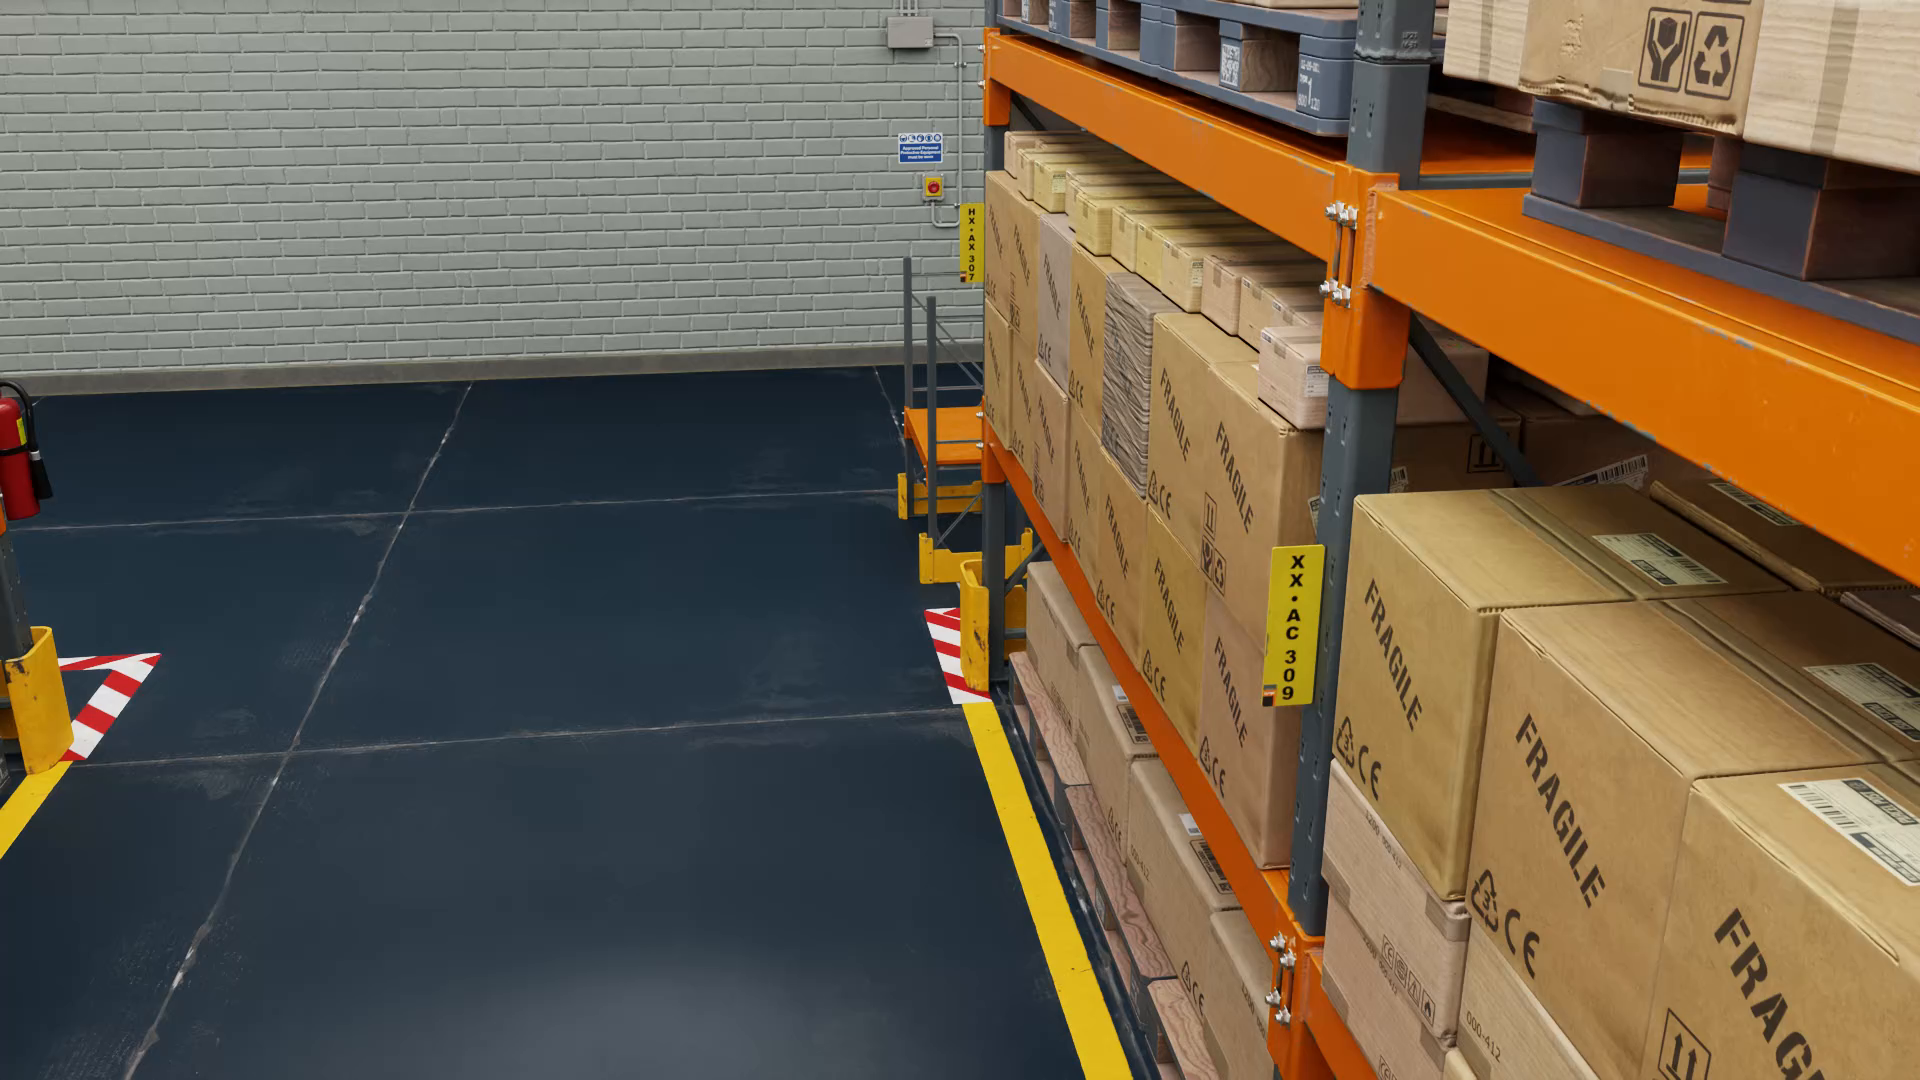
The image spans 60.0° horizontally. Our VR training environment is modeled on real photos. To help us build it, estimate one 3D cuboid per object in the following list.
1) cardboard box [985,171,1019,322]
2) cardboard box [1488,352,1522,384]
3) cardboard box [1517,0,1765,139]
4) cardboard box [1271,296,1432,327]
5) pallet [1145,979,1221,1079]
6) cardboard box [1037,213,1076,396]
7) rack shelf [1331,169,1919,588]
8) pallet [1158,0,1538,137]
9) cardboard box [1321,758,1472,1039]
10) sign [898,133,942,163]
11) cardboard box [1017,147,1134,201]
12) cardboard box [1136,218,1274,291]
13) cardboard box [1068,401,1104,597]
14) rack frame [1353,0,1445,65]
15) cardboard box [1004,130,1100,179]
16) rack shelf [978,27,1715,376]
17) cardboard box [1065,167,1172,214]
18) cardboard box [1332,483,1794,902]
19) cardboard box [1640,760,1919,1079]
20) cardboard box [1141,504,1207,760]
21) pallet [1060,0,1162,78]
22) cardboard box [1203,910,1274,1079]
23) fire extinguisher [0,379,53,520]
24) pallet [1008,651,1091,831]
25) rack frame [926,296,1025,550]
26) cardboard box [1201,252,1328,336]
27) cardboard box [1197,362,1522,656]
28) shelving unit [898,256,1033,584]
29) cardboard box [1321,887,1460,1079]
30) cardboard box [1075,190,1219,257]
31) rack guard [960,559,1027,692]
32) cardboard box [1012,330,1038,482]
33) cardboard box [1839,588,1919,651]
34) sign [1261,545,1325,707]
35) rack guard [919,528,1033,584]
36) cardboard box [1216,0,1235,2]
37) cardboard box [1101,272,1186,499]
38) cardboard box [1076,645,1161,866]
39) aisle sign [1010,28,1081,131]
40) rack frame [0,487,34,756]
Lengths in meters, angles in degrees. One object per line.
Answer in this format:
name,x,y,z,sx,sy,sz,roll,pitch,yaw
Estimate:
cardboard box,0.387,-1.141,6.413,0.500,0.500,0.500,-3,21,-9
cardboard box,1.335,-0.451,3.638,0.380,0.149,0.250,-3,21,-7
cardboard box,1.017,-0.751,1.909,0.500,0.500,0.500,-3,21,-9
cardboard box,0.887,-0.428,3.576,0.380,0.149,0.250,-2,21,-6
pallet,1.144,1.617,4.584,1.003,0.211,1.213,-3,21,-8
cardboard box,0.551,-0.785,5.459,0.500,0.500,0.500,-3,21,-8
rack shelf,1.465,0.203,1.128,1.077,0.370,4.000,-3,21,-8
pallet,1.069,-1.069,3.631,1.003,0.211,1.213,-3,21,-8
cardboard box,0.961,0.581,2.873,0.500,0.250,0.500,-4,21,-9
sign,-0.292,-2.903,12.316,0.327,0.218,0.001,-3,21,-8
cardboard box,0.409,-1.306,5.926,0.380,0.149,0.250,-2,21,-6
cardboard box,0.696,-0.777,4.511,0.380,0.149,0.250,-3,21,-9
cardboard box,0.630,-0.149,5.186,0.500,0.500,0.500,-2,21,-6
rack frame,1.177,-2.232,2.331,1.000,3.000,0.127,-3,21,-8
cardboard box,0.377,-1.489,6.416,0.380,0.149,0.250,-2,21,-7
rack shelf,0.888,-1.182,4.836,1.077,0.370,4.000,-3,21,-8
cardboard box,0.555,-1.127,5.449,0.380,0.149,0.250,-3,21,-7
cardboard box,0.956,0.230,2.741,0.500,0.500,0.500,-3,21,-7
cardboard box,1.126,0.578,1.808,0.500,0.500,0.500,-3,21,-9
cardboard box,0.777,0.206,4.235,0.500,0.500,0.500,-3,21,-9
pallet,0.897,-1.491,4.760,1.003,0.211,1.213,-3,21,-8
cardboard box,1.192,1.359,4.352,0.875,0.438,0.875,-3,21,-9
fire extinguisher,-3.863,-0.422,6.701,0.296,0.674,0.183,-3,21,-8
pallet,0.793,0.773,6.846,1.003,0.211,1.213,-3,21,-8
rack frame,0.086,-0.497,8.403,0.500,1.500,0.032,-3,21,-8
cardboard box,0.806,-0.602,4.041,0.380,0.149,0.250,-3,21,-8
cardboard box,0.835,-0.086,3.588,0.500,0.500,0.500,-3,21,-8
shelving unit,0.011,-0.676,8.883,0.587,1.500,1.083,-3,21,-8
cardboard box,0.979,0.814,2.963,0.500,0.250,0.500,-3,21,-9
cardboard box,0.559,-0.950,4.973,0.380,0.149,0.250,-3,21,-9
rack guard,0.597,0.356,7.548,1.175,0.500,0.348,-3,21,-8
cardboard box,0.486,-0.499,6.122,0.500,0.500,0.500,-3,21,-9
cardboard box,1.571,0.384,2.329,0.500,0.500,0.500,-3,21,-7
sign,0.628,0.164,3.139,0.100,0.325,0.005,-3,21,-8
rack guard,0.083,0.082,8.640,0.587,0.250,0.087,-3,21,-8
cardboard box,0.730,-1.249,3.603,0.380,0.149,0.250,-2,21,-6
cardboard box,0.688,-0.438,4.530,0.500,0.500,0.500,-3,21,-7
cardboard box,0.934,0.737,6.018,0.875,0.438,0.875,-2,21,-6
aisle sign,0.303,-2.035,6.661,0.394,0.787,0.004,-3,21,-8
rack frame,-4.284,-0.522,6.326,1.000,3.000,0.127,-3,21,-8
